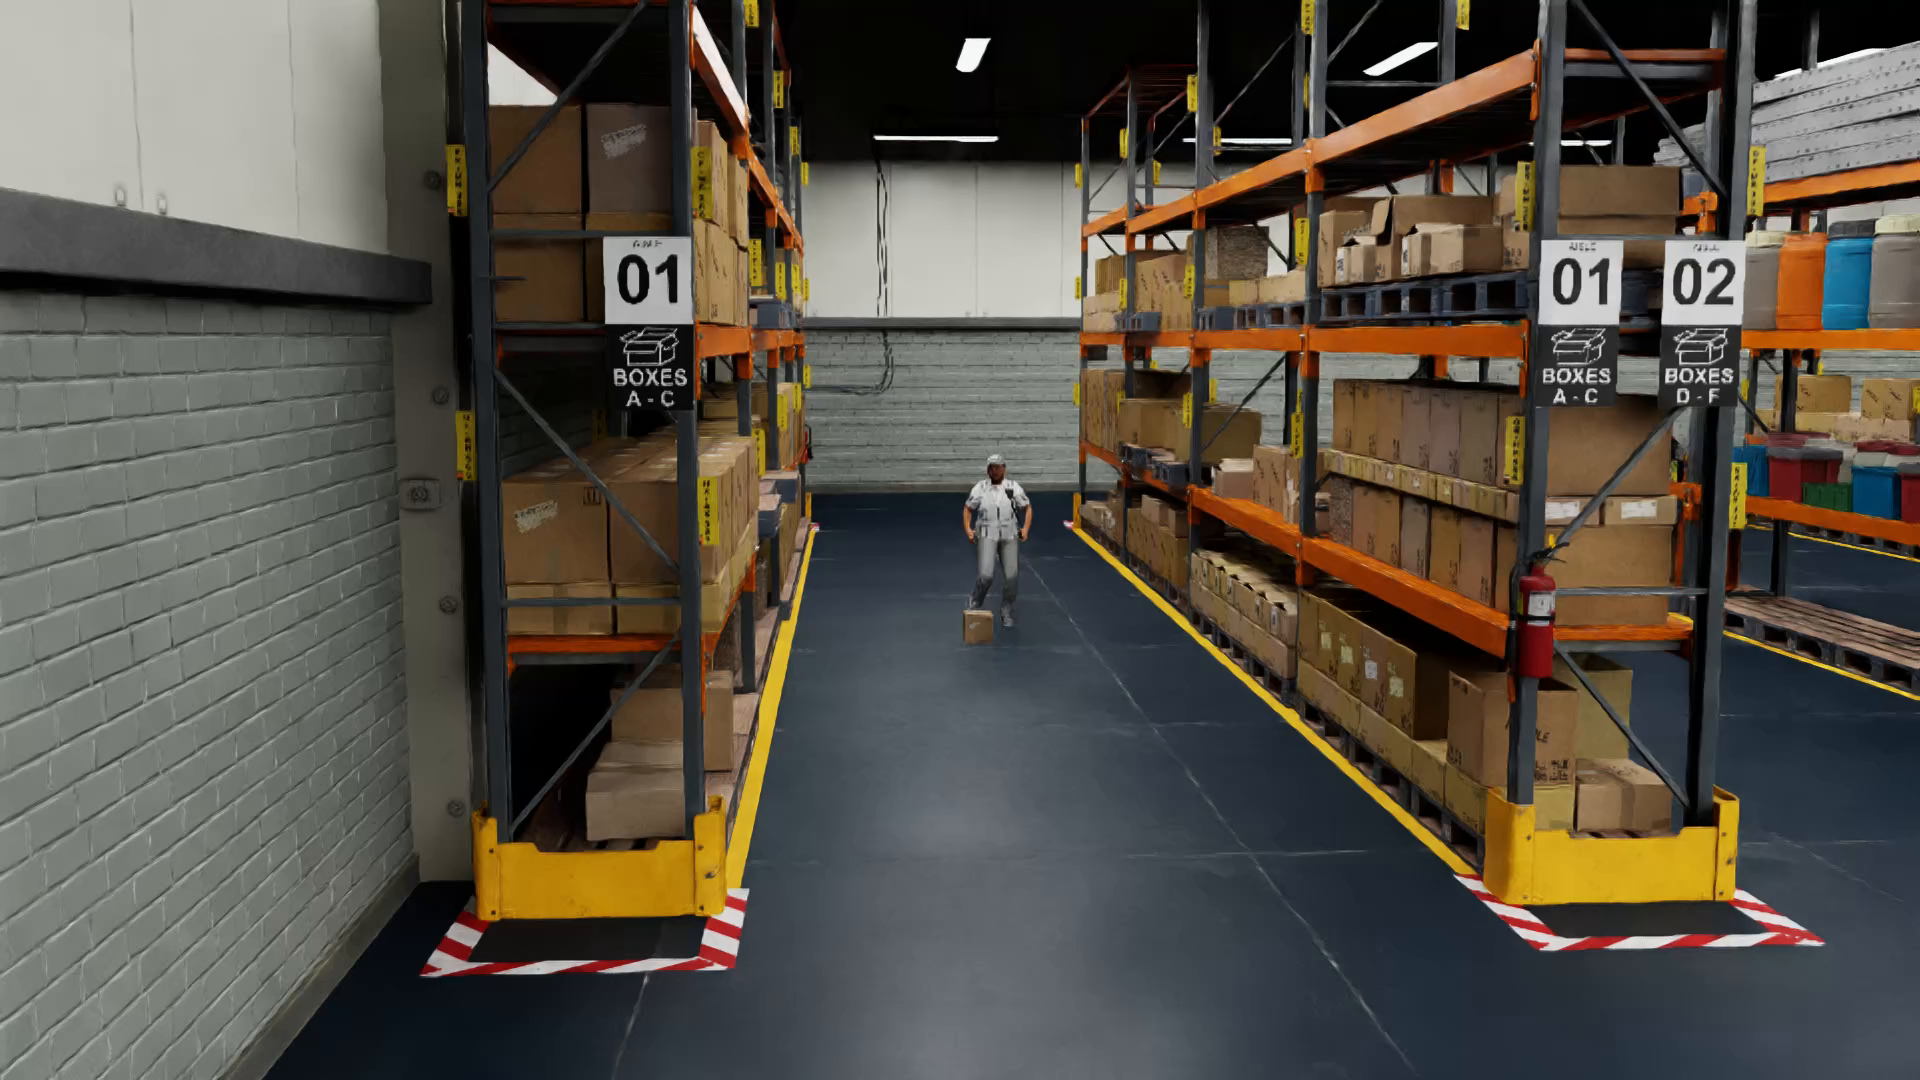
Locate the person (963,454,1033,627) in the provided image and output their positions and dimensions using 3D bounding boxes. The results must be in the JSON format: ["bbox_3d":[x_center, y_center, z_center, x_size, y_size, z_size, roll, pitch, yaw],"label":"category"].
[{"bbox_3d":[0.379,0.009,15.812,0.663,1.642,0.497,-1,7,-9],"label":"person"}]
